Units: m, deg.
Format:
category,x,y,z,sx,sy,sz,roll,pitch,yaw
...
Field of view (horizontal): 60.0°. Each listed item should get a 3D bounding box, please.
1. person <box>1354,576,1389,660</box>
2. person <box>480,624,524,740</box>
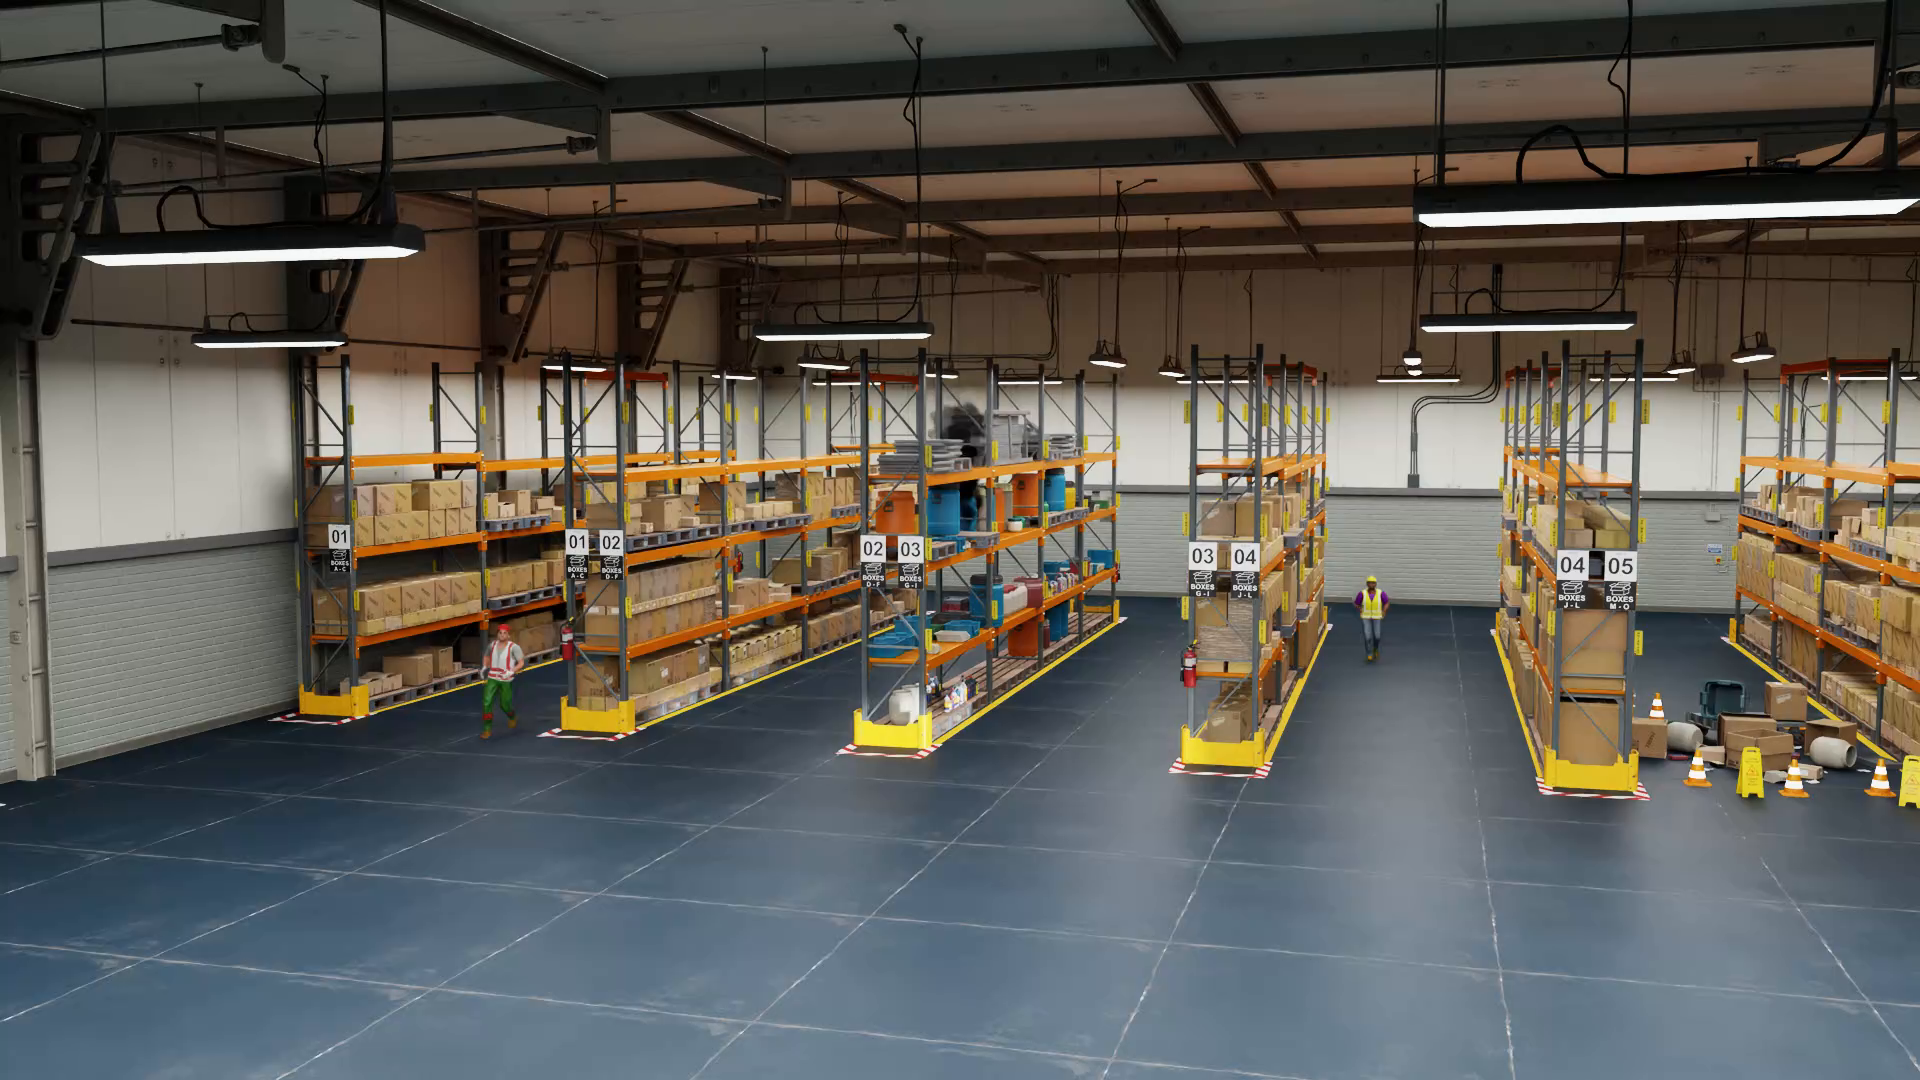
category,x,y,z,sx,sy,sz,roll,pitch,yaw
person,8.366,1.601,33.794,0.690,1.721,0.582,1,4,13
person,-7.195,2.193,26.034,0.696,1.746,0.869,1,4,8
